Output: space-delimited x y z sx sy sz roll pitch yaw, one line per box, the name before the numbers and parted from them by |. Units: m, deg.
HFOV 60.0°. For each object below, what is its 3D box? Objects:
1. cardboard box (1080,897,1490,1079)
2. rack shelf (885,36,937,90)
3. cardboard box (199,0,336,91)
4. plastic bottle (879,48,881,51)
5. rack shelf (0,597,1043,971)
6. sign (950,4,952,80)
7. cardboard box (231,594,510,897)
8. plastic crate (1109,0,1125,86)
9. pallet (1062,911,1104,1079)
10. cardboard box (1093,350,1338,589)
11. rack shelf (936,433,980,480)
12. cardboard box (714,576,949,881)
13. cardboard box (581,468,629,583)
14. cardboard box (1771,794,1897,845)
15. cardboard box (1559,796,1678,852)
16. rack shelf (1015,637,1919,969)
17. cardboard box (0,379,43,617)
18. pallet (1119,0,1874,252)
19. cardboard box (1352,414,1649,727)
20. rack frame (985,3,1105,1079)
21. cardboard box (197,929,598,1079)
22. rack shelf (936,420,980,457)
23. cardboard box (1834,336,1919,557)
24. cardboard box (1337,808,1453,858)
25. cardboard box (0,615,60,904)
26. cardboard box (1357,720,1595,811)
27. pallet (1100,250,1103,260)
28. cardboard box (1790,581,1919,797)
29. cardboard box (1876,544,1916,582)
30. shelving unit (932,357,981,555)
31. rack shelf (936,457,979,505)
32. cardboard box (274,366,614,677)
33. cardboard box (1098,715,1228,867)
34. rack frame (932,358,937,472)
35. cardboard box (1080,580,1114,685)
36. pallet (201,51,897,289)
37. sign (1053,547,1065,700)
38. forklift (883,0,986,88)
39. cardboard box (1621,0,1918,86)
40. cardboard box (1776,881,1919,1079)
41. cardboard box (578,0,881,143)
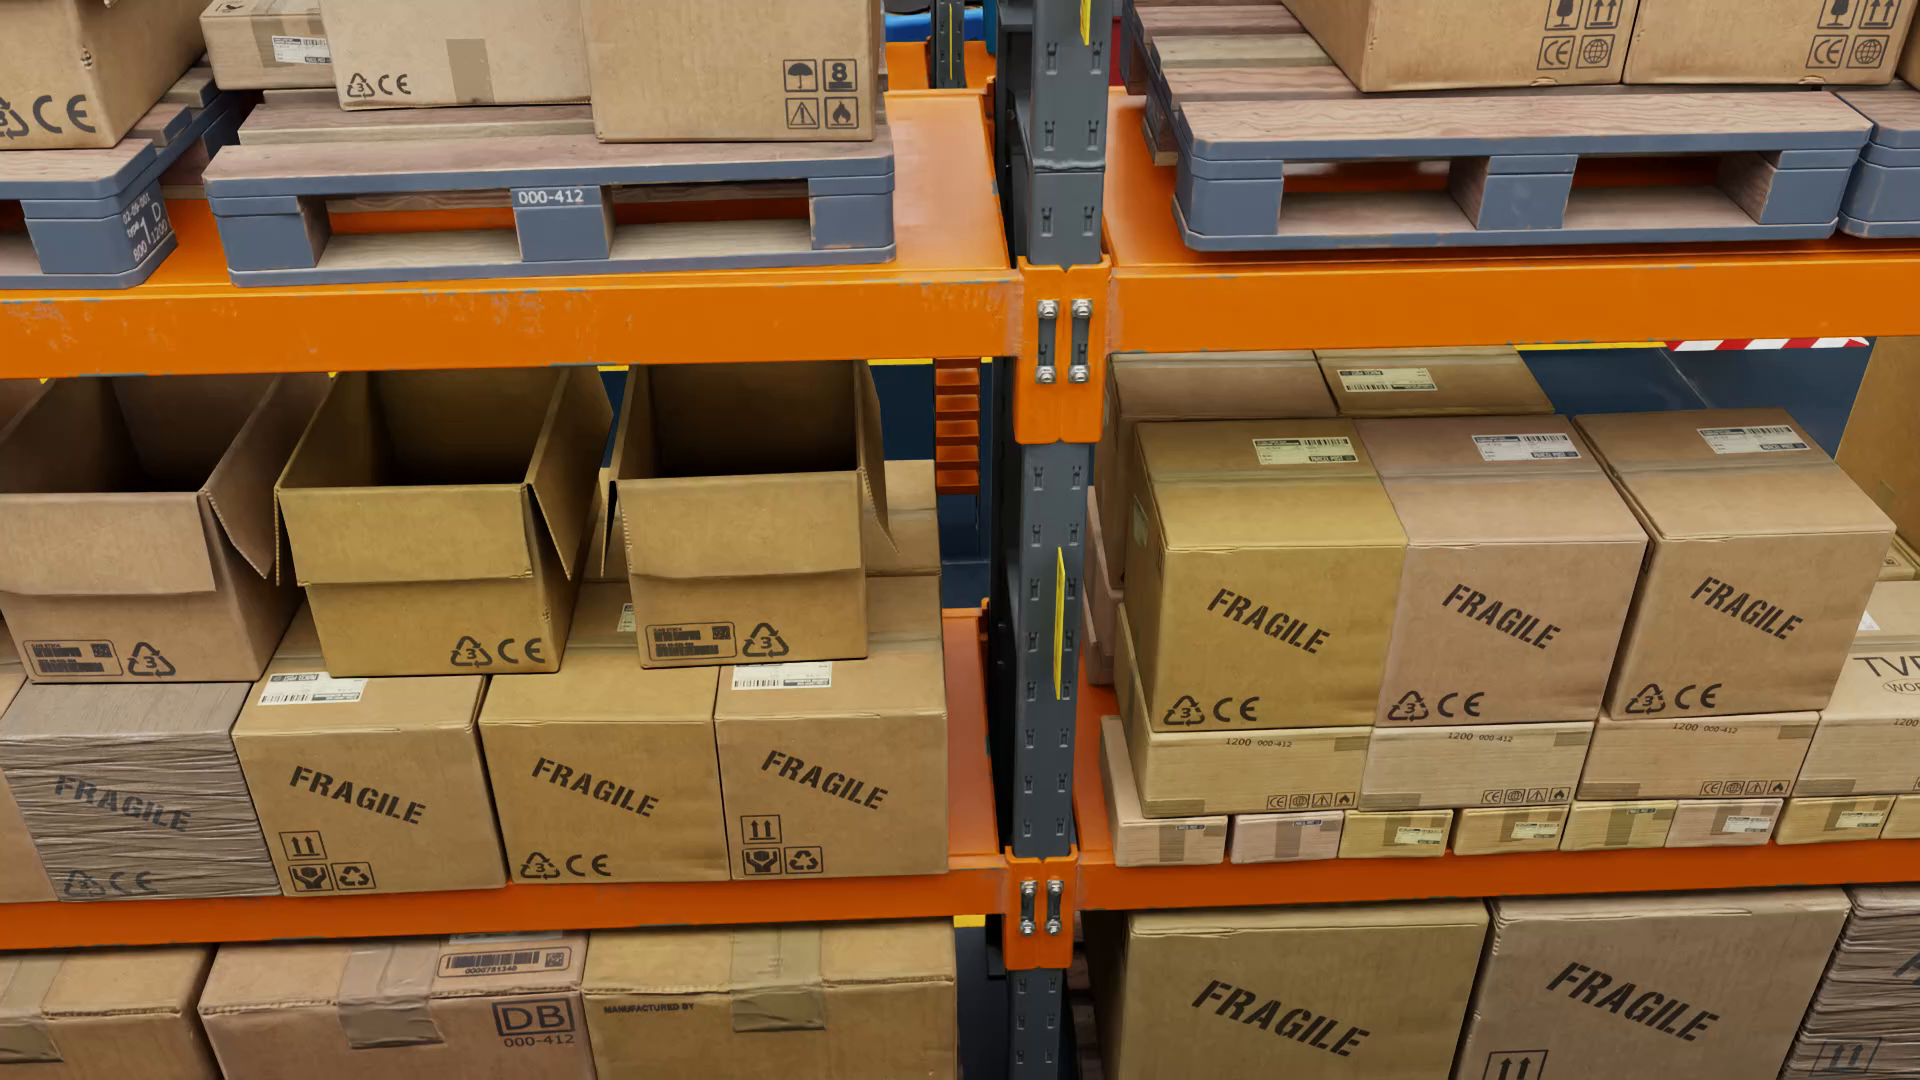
cardboard box | 0.830 1.037 4.614 0.875 0.875 0.875 -2 35 -2
rack shelf | -2.065 -2.157 8.364 4.000 0.370 1.077 -2 35 -2
cardboard box | -1.327 -1.040 3.332 0.250 0.149 0.380 -3 35 -4
plastic bottle | -0.445 -2.262 7.991 0.135 0.276 0.152 -2 35 -2
rack shelf | -1.830 0.658 4.296 4.000 0.370 1.077 -2 35 -2
sign | -0.043 -2.308 7.706 0.005 0.325 0.100 -2 35 -2
cardboard box | -1.303 0.462 3.858 0.500 0.500 0.500 -2 35 -3
plastic crate | 0.837 -2.440 8.030 0.583 0.464 0.402 -2 35 -2
pallet | 0.931 1.479 4.928 1.213 0.211 1.003 -2 35 -2
cardboard box | 0.614 -0.225 4.151 0.500 0.500 0.500 -1 35 -1
rack shelf | -0.014 -0.358 7.002 0.180 0.103 0.258 -2 35 -2
cardboard box | -0.287 0.435 3.898 0.500 0.500 0.500 -1 35 -2
cardboard box | -0.806 0.151 4.307 0.500 0.500 0.500 -1 35 -2
cardboard box | 2.036 0.550 4.041 0.250 0.149 0.380 -2 35 -4
cardboard box | 1.522 0.563 4.021 0.250 0.149 0.380 -2 35 -3
rack shelf | 2.165 0.550 4.451 4.000 0.370 1.077 -2 35 -2
cardboard box | -2.446 -0.064 3.737 0.637 0.503 0.797 -1 35 -1
pallet | 0.985 -0.905 3.364 1.213 0.211 1.003 -2 35 -2
cardboard box | 1.150 0.063 3.735 0.500 0.500 0.500 -2 35 -2
rack frame | 0.167 0.308 4.169 0.127 3.000 1.000 -2 35 -2
cardboard box | -1.363 1.062 4.577 0.875 0.875 1.225 -3 35 -4
rack shelf | -0.014 -0.456 6.933 0.180 0.103 0.258 -2 35 -2
cardboard box | 2.654 -0.278 4.228 0.500 0.500 0.500 -2 35 -4
cardboard box | 1.004 0.578 4.000 0.250 0.149 0.380 0 35 -1
cardboard box | -2.303 0.485 3.825 0.500 0.500 0.500 -2 35 -3
cardboard box | 1.146 0.373 3.945 0.500 0.250 0.500 -2 35 -2
pallet | 0.666 -1.402 9.091 1.213 0.211 1.003 -2 35 -2
cardboard box | 2.156 0.347 3.983 0.500 0.250 0.500 -1 35 -2
cardboard box | 2.129 0.046 4.419 0.500 0.250 0.500 -2 35 -3
shelving unit | -0.014 -0.493 6.908 0.189 1.200 0.258 -2 35 -2
rack shelf | -0.014 -0.259 7.070 0.180 0.103 0.258 -2 35 -2
cardboard box | -1.156 -0.112 3.806 0.637 0.503 0.797 -1 35 -2
cardboard box | 0.479 0.593 3.979 0.250 0.149 0.380 -1 35 -2
rack frame | -0.106 -0.491 6.904 0.006 1.200 0.240 -2 35 -2
cardboard box | 0.456 0.217 4.521 0.250 0.149 0.380 -1 35 -2
pallet | -0.746 -0.794 3.293 1.217 0.209 0.805 -3 35 -4
sign | 0.203 0.173 3.416 0.005 0.325 0.100 -2 35 -2
forklift | -0.413 -4.274 10.850 1.130 2.935 3.031 -10 36 -14
cardboard box | 1.484 -1.247 3.236 0.500 0.500 0.700 0 35 0
cardboard box | 2.618 0.989 4.684 0.875 0.875 0.875 -2 35 -2
cardboard box | -0.411 -1.118 3.136 0.500 0.500 0.700 -1 35 -1
